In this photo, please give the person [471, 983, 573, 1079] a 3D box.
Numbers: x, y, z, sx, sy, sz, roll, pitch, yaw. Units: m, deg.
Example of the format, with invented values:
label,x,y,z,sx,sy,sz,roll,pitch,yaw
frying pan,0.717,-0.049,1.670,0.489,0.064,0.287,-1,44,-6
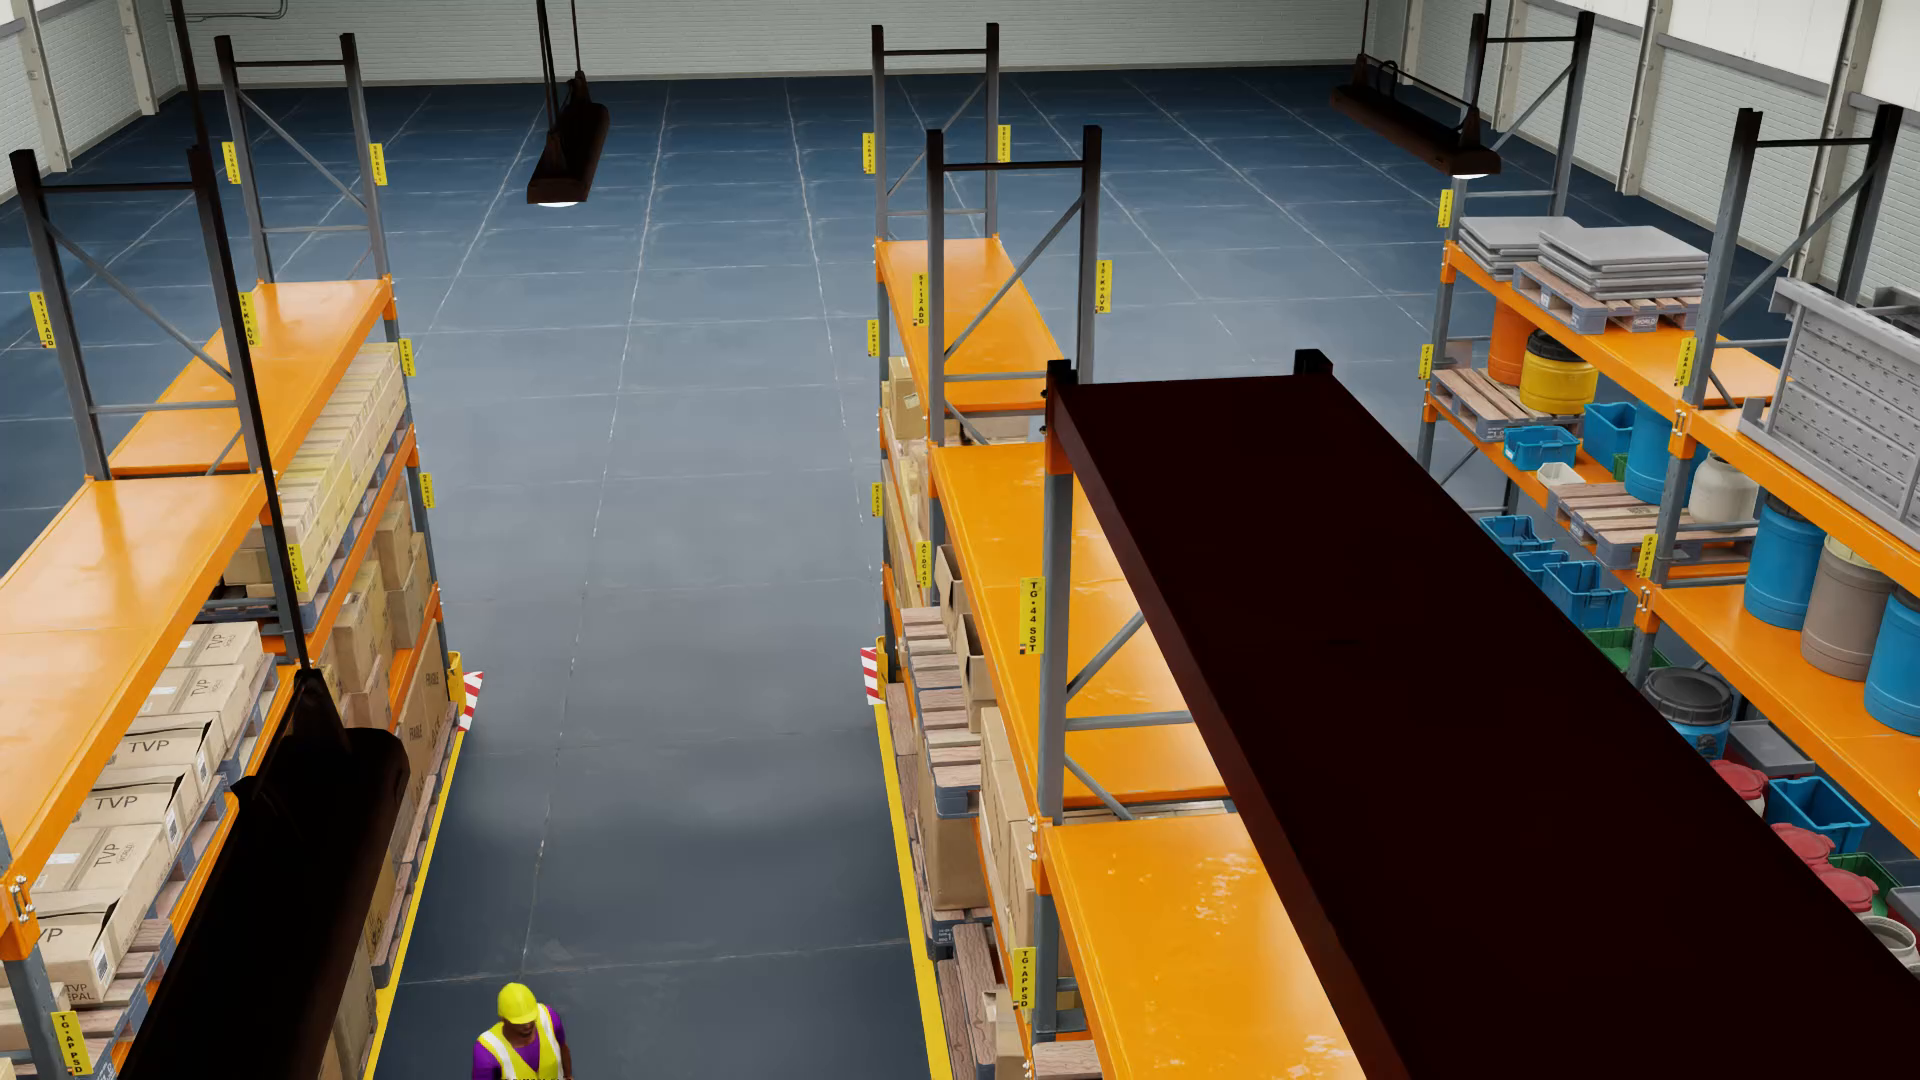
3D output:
label,x,y,z,sx,sy,sz,roll,pitch,yaw
person,-2.478,3.272,9.607,0.612,1.774,0.398,-19,31,-34
